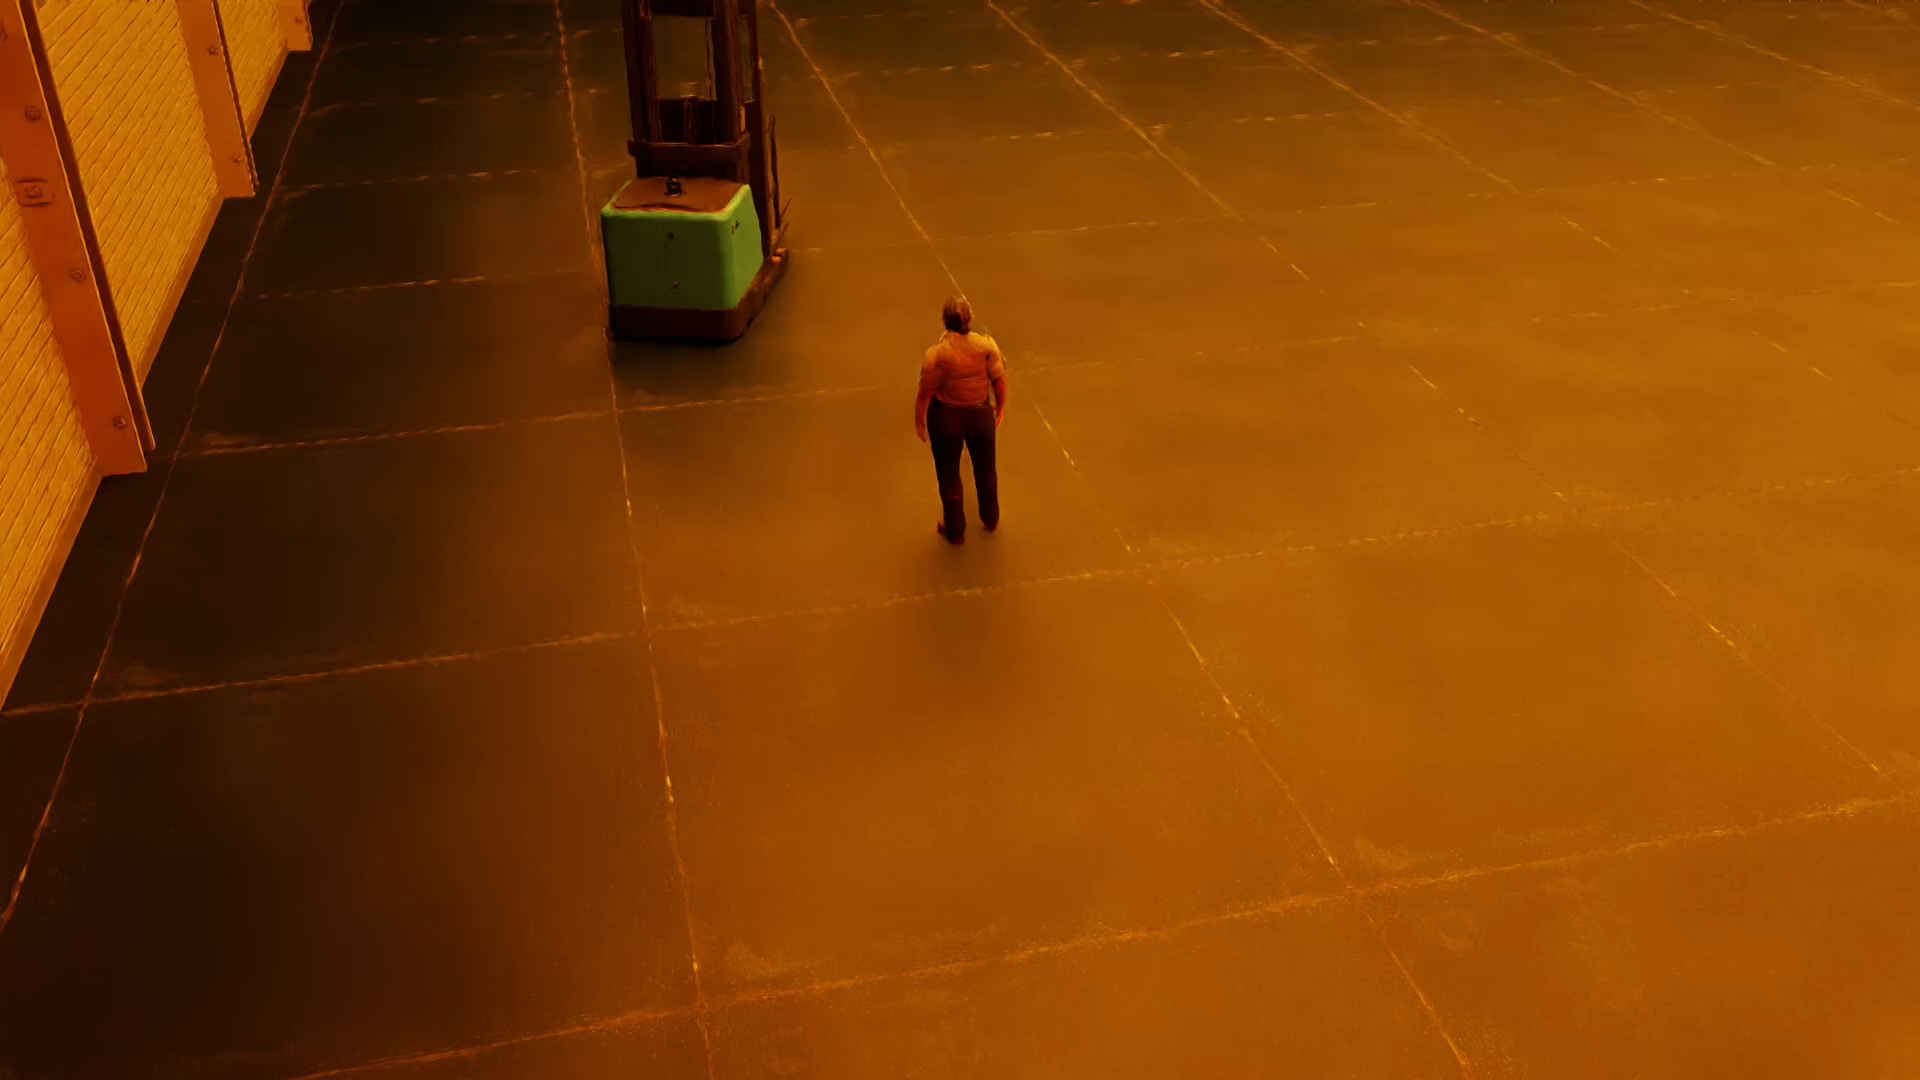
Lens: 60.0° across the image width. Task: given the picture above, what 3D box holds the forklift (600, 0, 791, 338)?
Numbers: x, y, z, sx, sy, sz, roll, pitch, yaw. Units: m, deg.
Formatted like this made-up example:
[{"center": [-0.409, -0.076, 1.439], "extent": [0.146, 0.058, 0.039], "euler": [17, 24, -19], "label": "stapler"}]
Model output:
[{"center": [-2.102, -3.570, 13.742], "extent": [1.130, 2.935, 3.031], "euler": [3, 30, 6], "label": "forklift"}]

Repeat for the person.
[{"center": [0.001, -0.762, 10.166], "extent": [0.599, 1.642, 0.502], "euler": [-7, 31, -12], "label": "person"}]
